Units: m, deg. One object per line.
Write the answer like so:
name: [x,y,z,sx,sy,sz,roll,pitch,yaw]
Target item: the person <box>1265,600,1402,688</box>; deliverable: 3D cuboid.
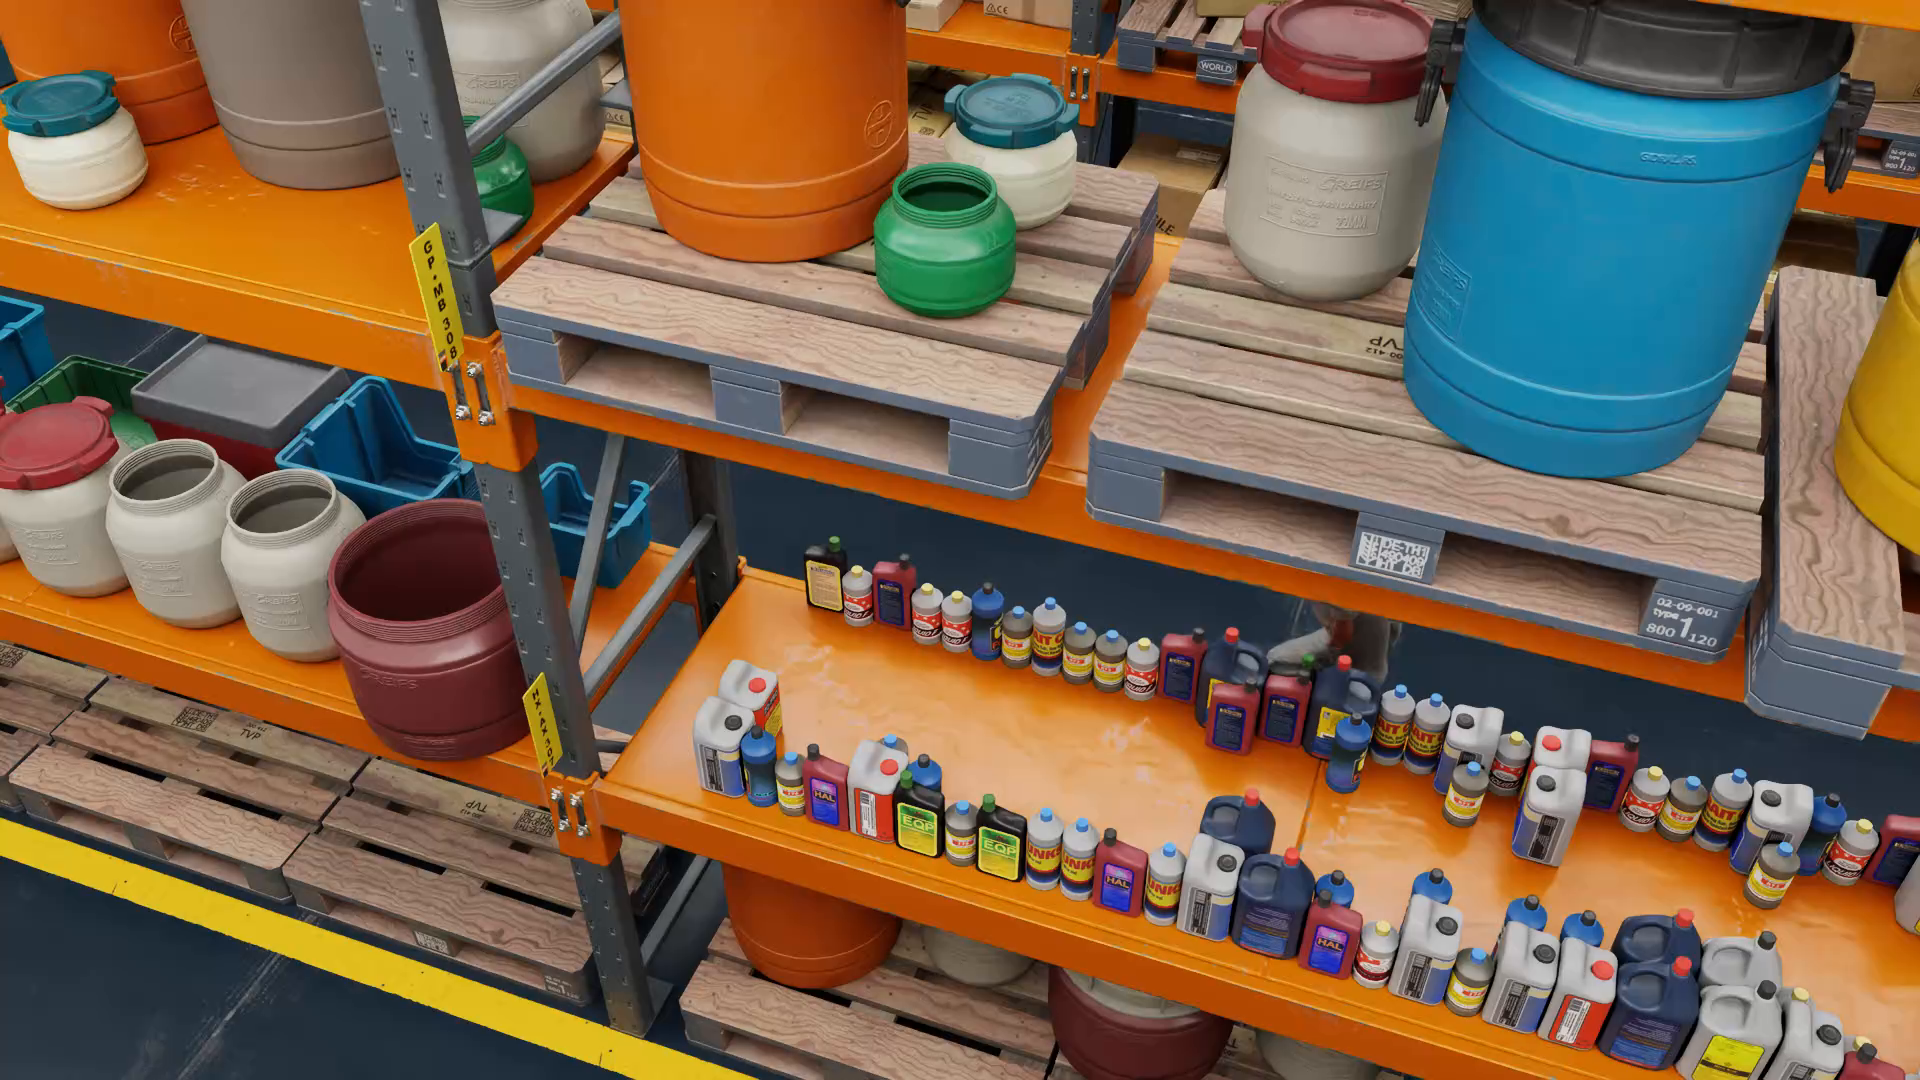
person: [1.395,0.122,5.960,0.553,1.761,0.546,10,42,11]
